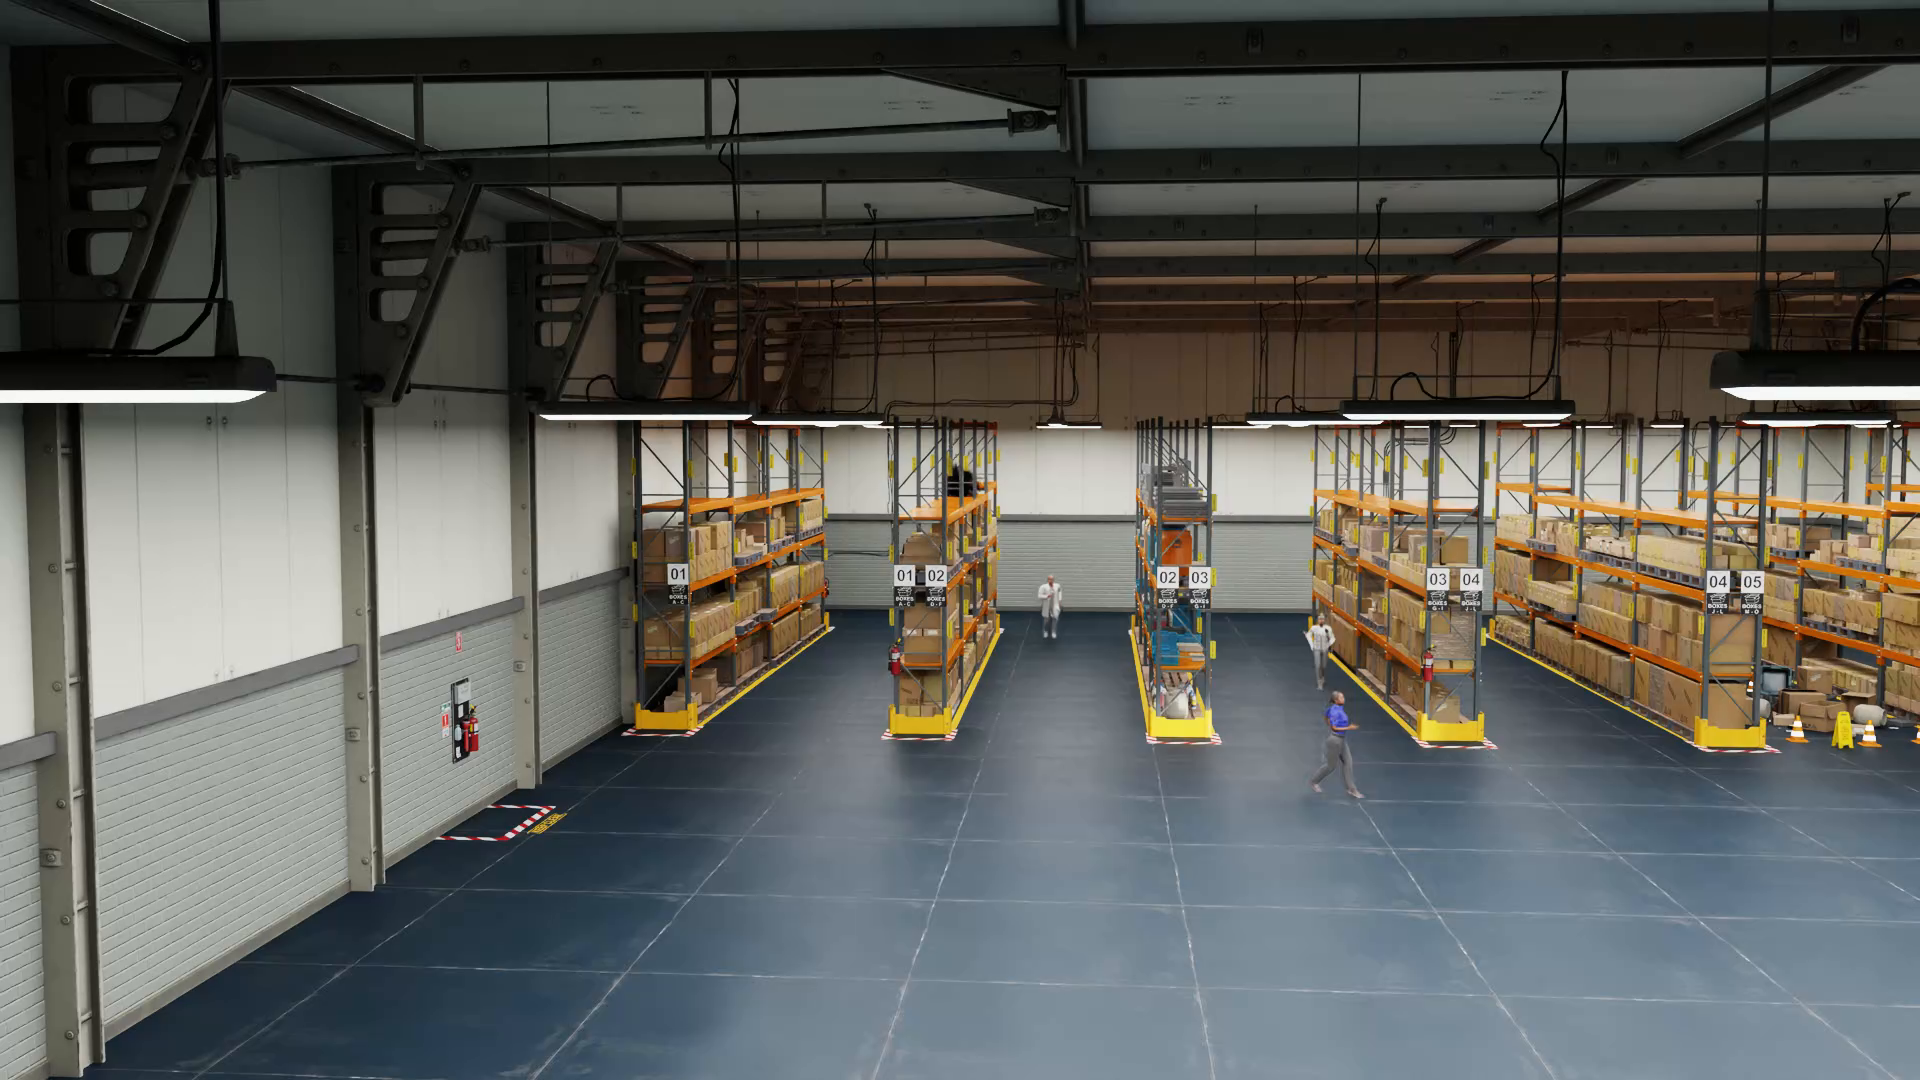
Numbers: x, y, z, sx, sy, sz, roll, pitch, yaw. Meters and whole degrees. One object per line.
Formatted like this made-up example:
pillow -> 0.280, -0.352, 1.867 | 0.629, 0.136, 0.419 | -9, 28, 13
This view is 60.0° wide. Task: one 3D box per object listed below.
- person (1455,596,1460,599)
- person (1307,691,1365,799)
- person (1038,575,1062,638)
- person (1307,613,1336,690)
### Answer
person -> 13.538, 1.915, 45.761 | 0.658, 1.630, 0.586 | 1, 4, 17
person -> 5.864, 3.183, 25.941 | 0.883, 1.680, 0.574 | 2, 4, 25
person -> 2.407, 1.789, 44.517 | 0.690, 1.729, 1.033 | 0, 4, -7
person -> 8.065, 2.464, 37.149 | 0.625, 1.703, 0.836 | 1, 4, 9
